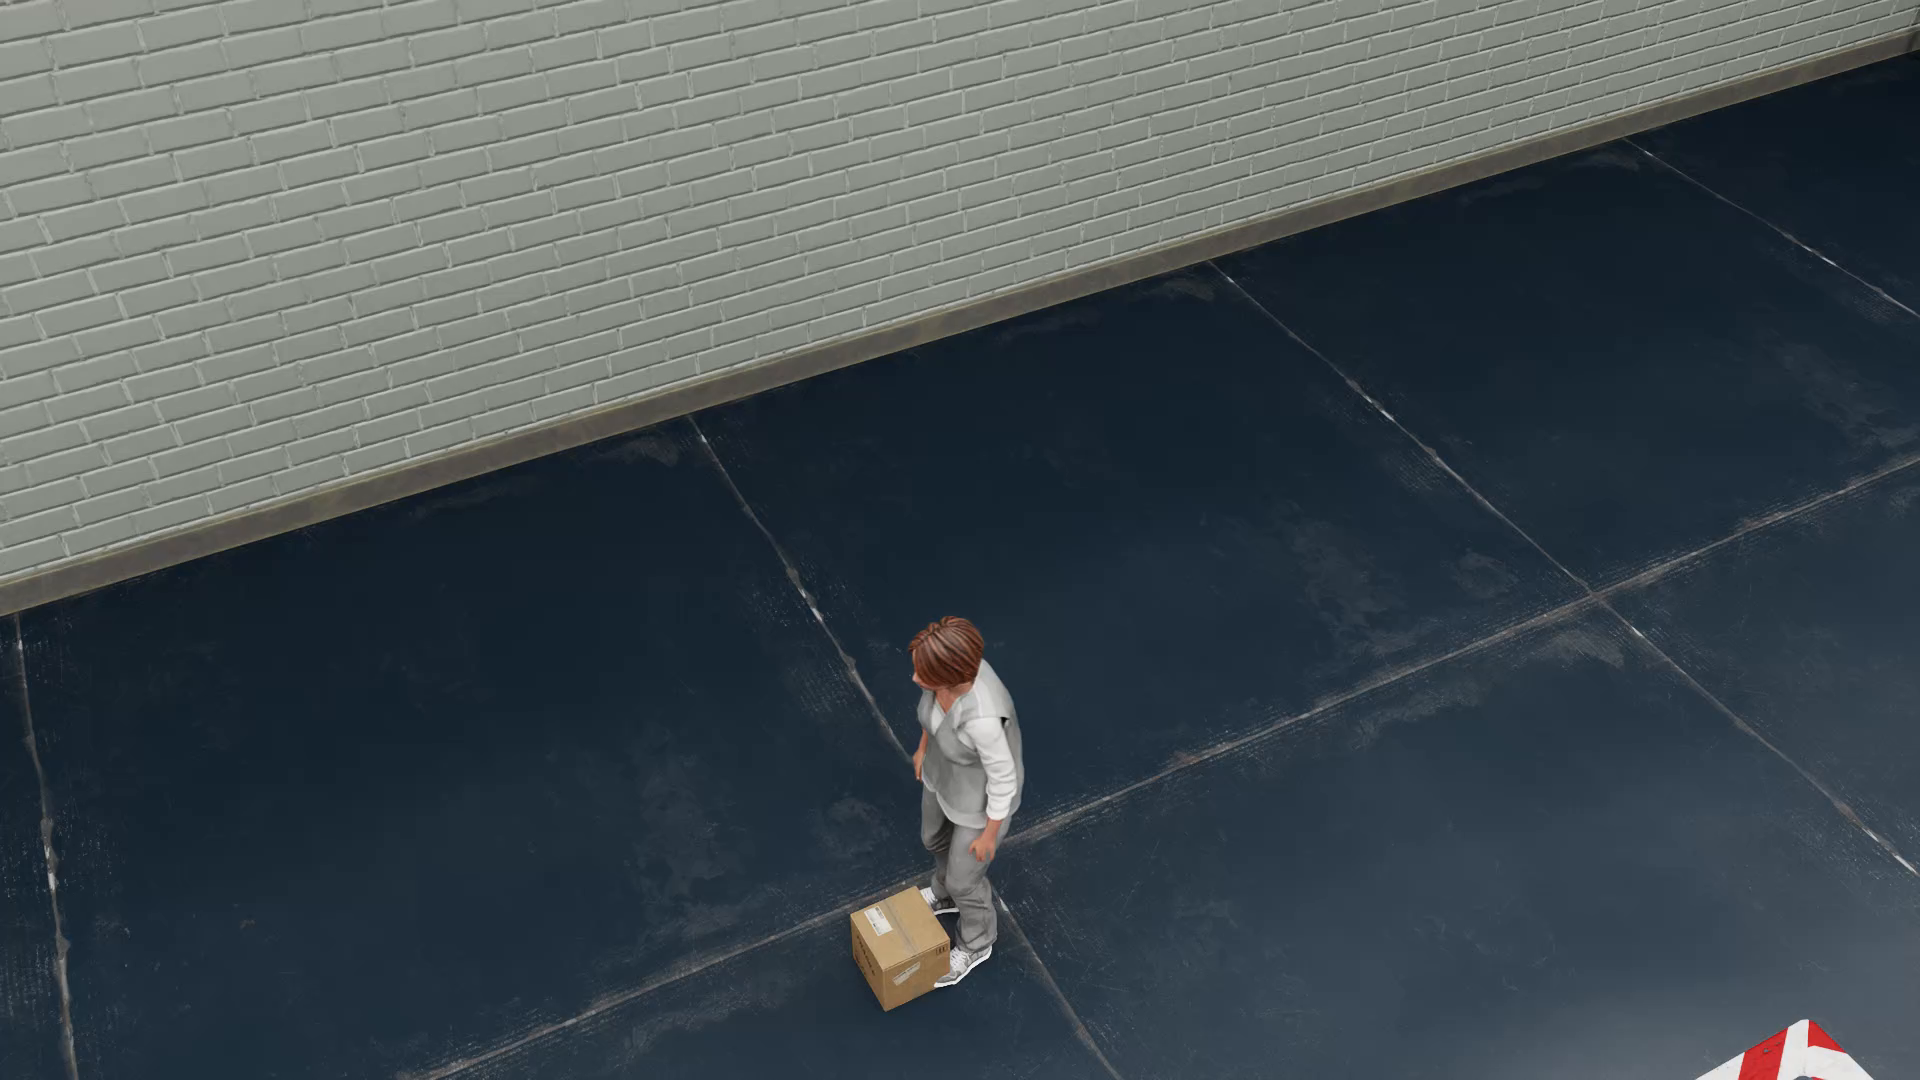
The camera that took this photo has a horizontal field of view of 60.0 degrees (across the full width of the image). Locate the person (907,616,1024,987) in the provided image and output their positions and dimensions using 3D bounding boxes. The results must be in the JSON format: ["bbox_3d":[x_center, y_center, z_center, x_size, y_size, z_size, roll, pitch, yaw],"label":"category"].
[{"bbox_3d":[-0.001,0.807,5.266,0.366,1.593,0.472,-20,46,-21],"label":"person"}]
